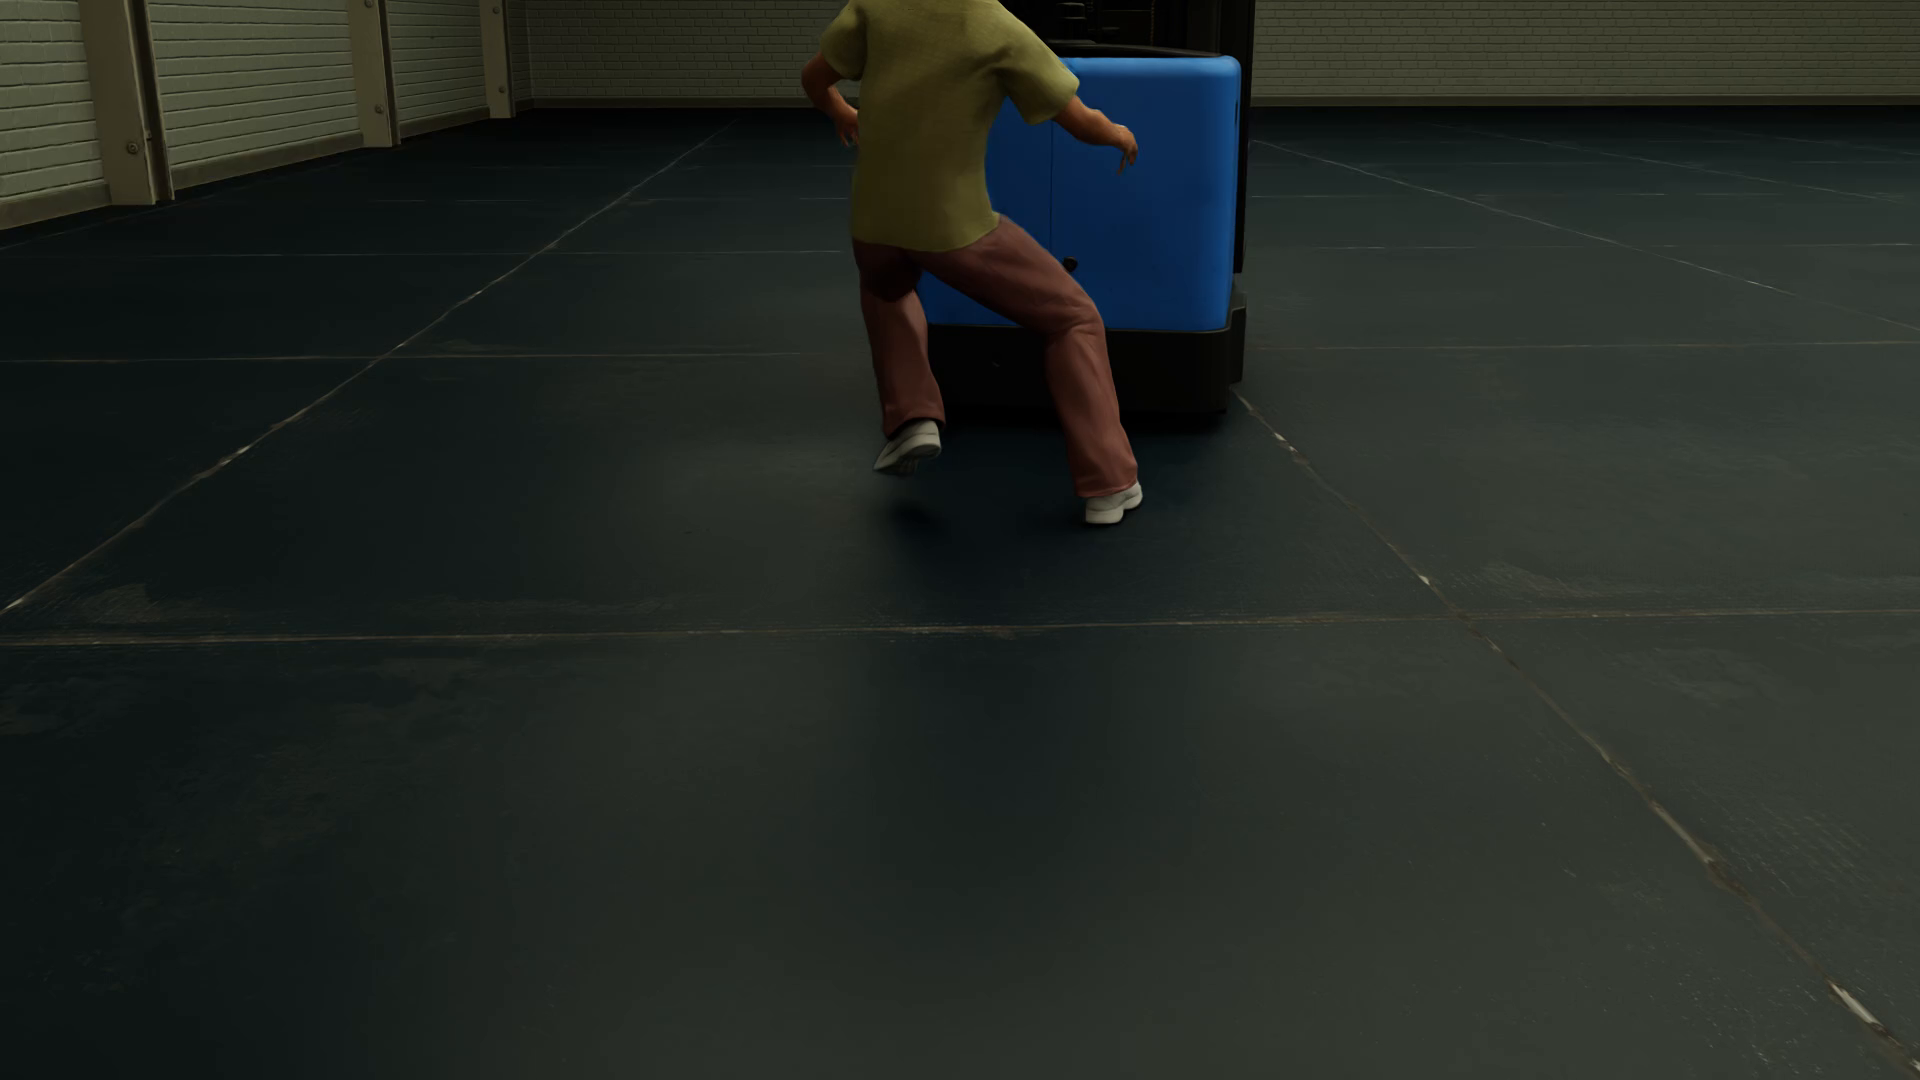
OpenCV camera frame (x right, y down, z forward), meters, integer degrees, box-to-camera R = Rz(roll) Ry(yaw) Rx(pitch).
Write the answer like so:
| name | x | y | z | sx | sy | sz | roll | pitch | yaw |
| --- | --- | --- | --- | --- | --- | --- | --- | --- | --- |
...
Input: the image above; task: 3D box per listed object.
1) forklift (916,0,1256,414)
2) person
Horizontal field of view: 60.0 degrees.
| name | x | y | z | sx | sy | sz | roll | pitch | yaw |
| --- | --- | --- | --- | --- | --- | --- | --- | --- | --- |
| forklift | 0.528 | -2.164 | 5.980 | 1.130 | 2.935 | 3.031 | 3 | 17 | 10 |
| person | 0.031 | -0.808 | 3.998 | 0.835 | 1.495 | 0.674 | 8 | 19 | 23 |
